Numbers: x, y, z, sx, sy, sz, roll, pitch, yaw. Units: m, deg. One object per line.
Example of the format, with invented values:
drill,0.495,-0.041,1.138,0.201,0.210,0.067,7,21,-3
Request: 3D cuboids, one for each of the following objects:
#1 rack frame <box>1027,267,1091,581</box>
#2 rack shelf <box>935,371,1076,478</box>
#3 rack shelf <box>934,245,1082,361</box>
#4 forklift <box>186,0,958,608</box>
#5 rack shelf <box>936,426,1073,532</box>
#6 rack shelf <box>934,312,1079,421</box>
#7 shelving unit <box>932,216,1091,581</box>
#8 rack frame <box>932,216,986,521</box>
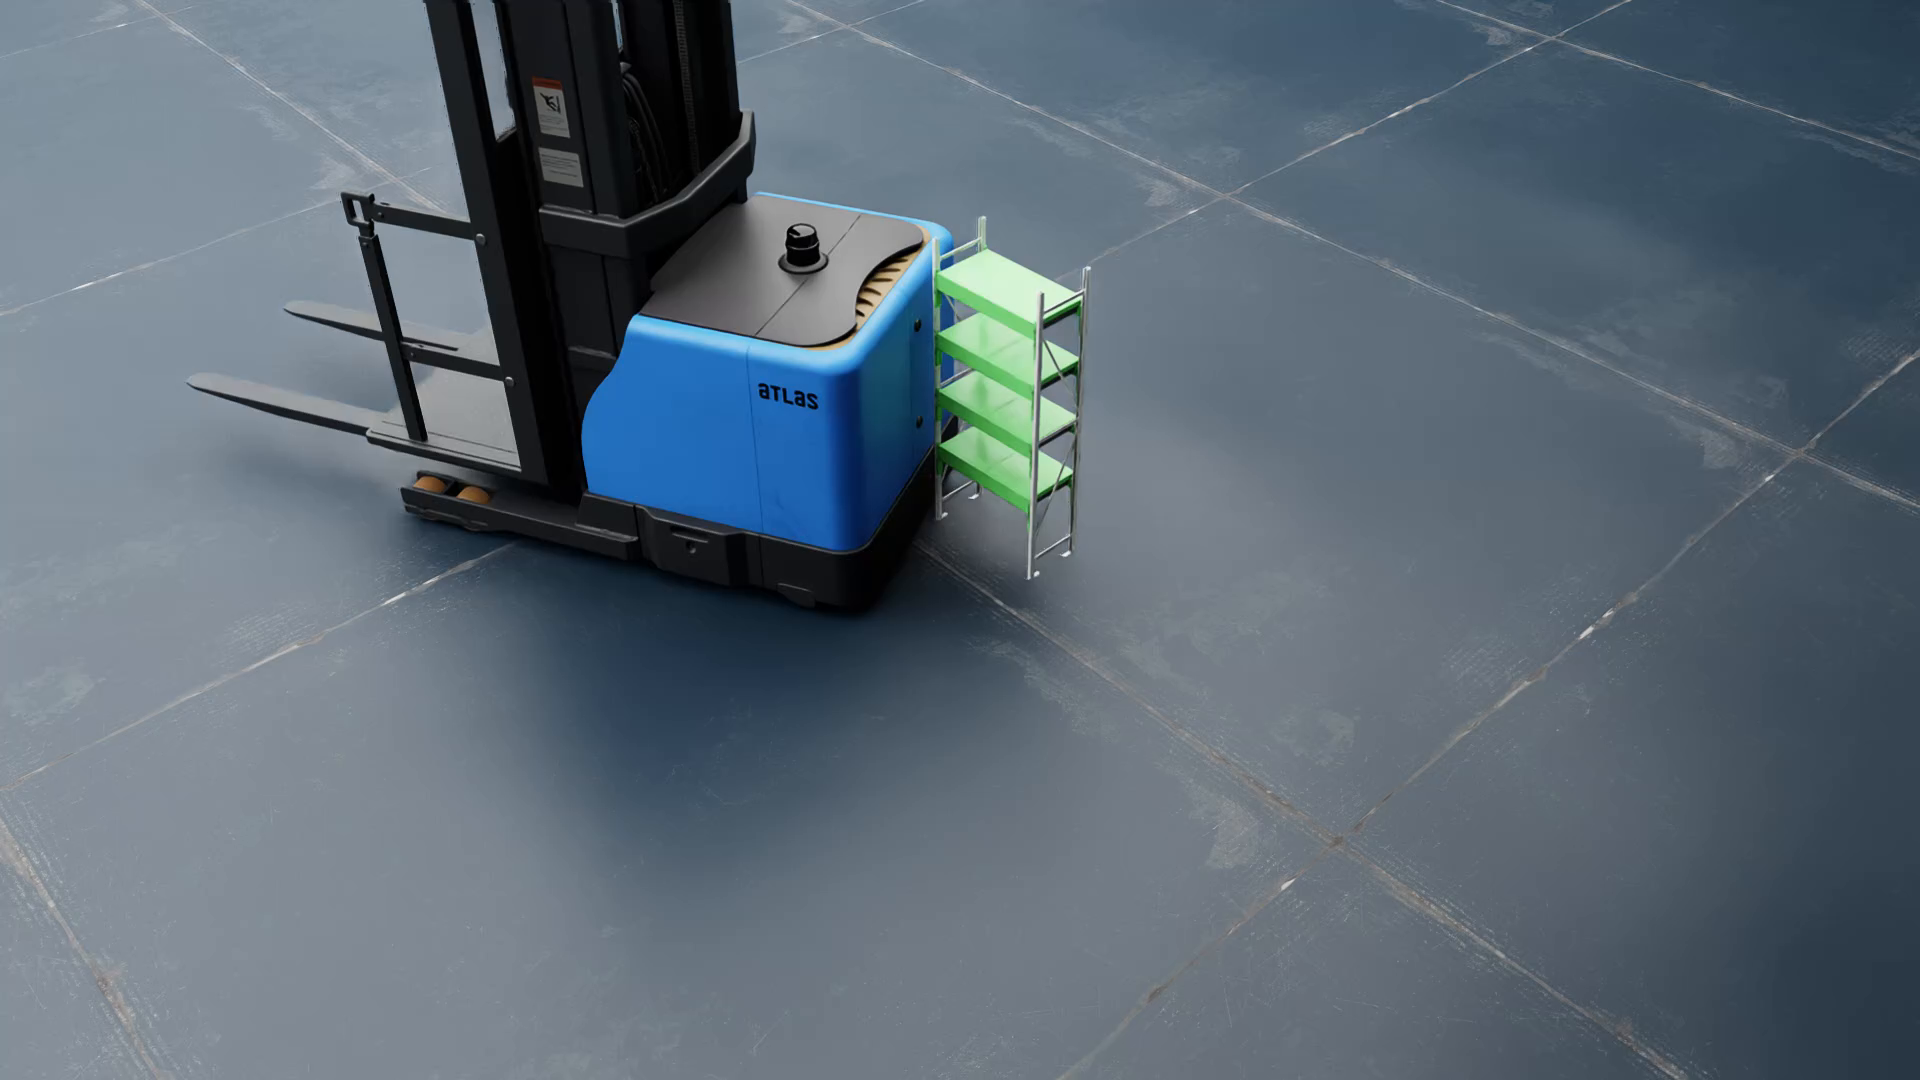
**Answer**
rack frame,0.337,-0.374,5.758,0.240,1.200,0.015,-31,48,-33
rack shelf,0.168,-0.434,5.934,0.258,0.148,0.480,-31,48,-33
rack shelf,0.168,-0.808,5.633,0.258,0.148,0.480,-31,48,-33
forklift,-1.580,-1.470,5.737,3.031,2.935,1.130,13,41,16
rack shelf,0.168,-0.247,6.085,0.258,0.148,0.480,-31,48,-33
rack shelf,0.168,-0.621,5.783,0.258,0.148,0.480,-31,48,-33
shelving unit,0.168,-0.484,5.894,0.258,1.200,0.503,-31,48,-33
rack frame,-0.002,-0.594,6.030,0.240,1.200,0.015,-31,48,-33
